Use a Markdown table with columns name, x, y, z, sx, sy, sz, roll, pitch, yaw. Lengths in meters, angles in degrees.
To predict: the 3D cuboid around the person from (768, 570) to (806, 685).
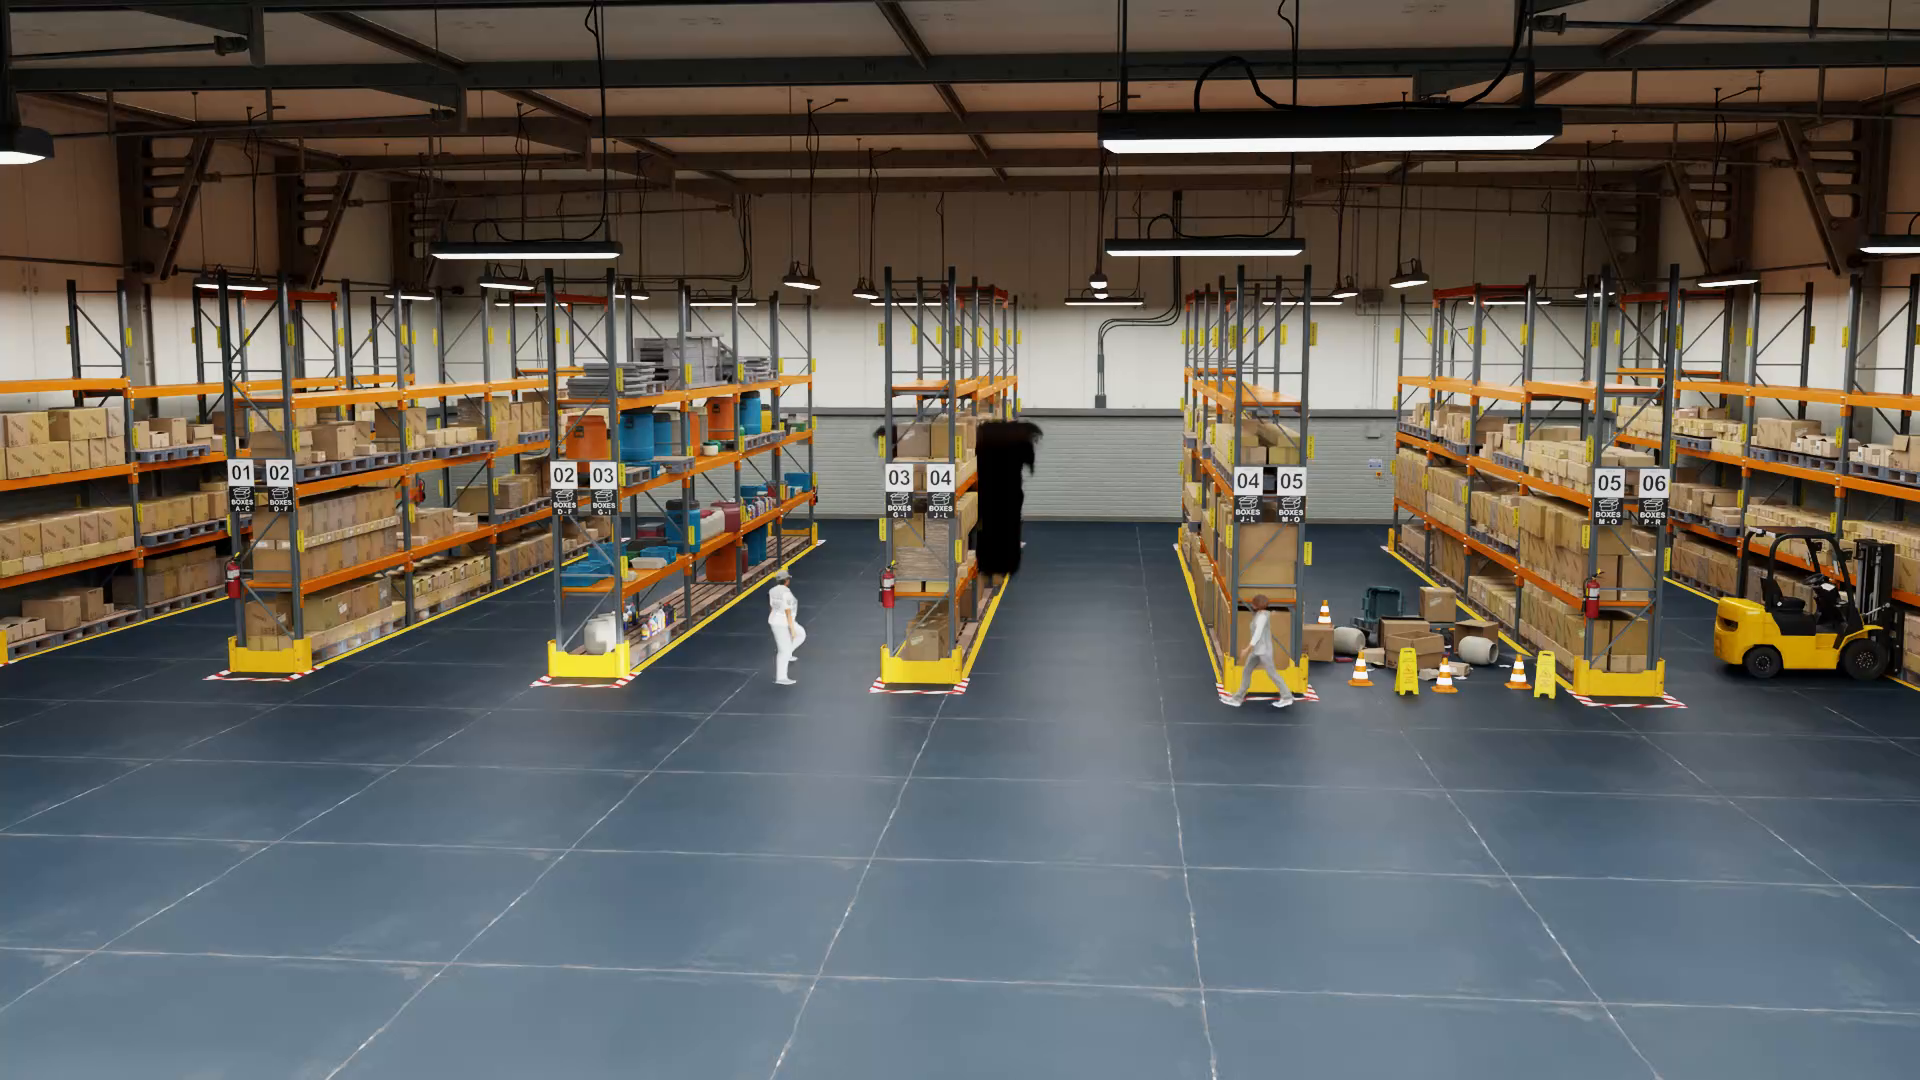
| name | x | y | z | sx | sy | sz | roll | pitch | yaw |
| --- | --- | --- | --- | --- | --- | --- | --- | --- | --- |
| person | -2.490 | 1.257 | 24.189 | 0.573 | 1.666 | 0.548 | -2 | 7 | -18 |

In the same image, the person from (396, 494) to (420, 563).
| name | x | y | z | sx | sy | sz | roll | pitch | yaw |
| --- | --- | --- | --- | --- | --- | --- | --- | --- | --- |
| person | -11.556 | -0.101 | 34.765 | 0.474 | 1.741 | 0.975 | 0 | 7 | 3 |

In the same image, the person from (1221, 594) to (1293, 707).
| name | x | y | z | sx | sy | sz | roll | pitch | yaw |
| --- | --- | --- | --- | --- | --- | --- | --- | --- | --- |
| person | 4.031 | 1.496 | 22.438 | 0.949 | 1.544 | 0.388 | -1 | 7 | -5 |
